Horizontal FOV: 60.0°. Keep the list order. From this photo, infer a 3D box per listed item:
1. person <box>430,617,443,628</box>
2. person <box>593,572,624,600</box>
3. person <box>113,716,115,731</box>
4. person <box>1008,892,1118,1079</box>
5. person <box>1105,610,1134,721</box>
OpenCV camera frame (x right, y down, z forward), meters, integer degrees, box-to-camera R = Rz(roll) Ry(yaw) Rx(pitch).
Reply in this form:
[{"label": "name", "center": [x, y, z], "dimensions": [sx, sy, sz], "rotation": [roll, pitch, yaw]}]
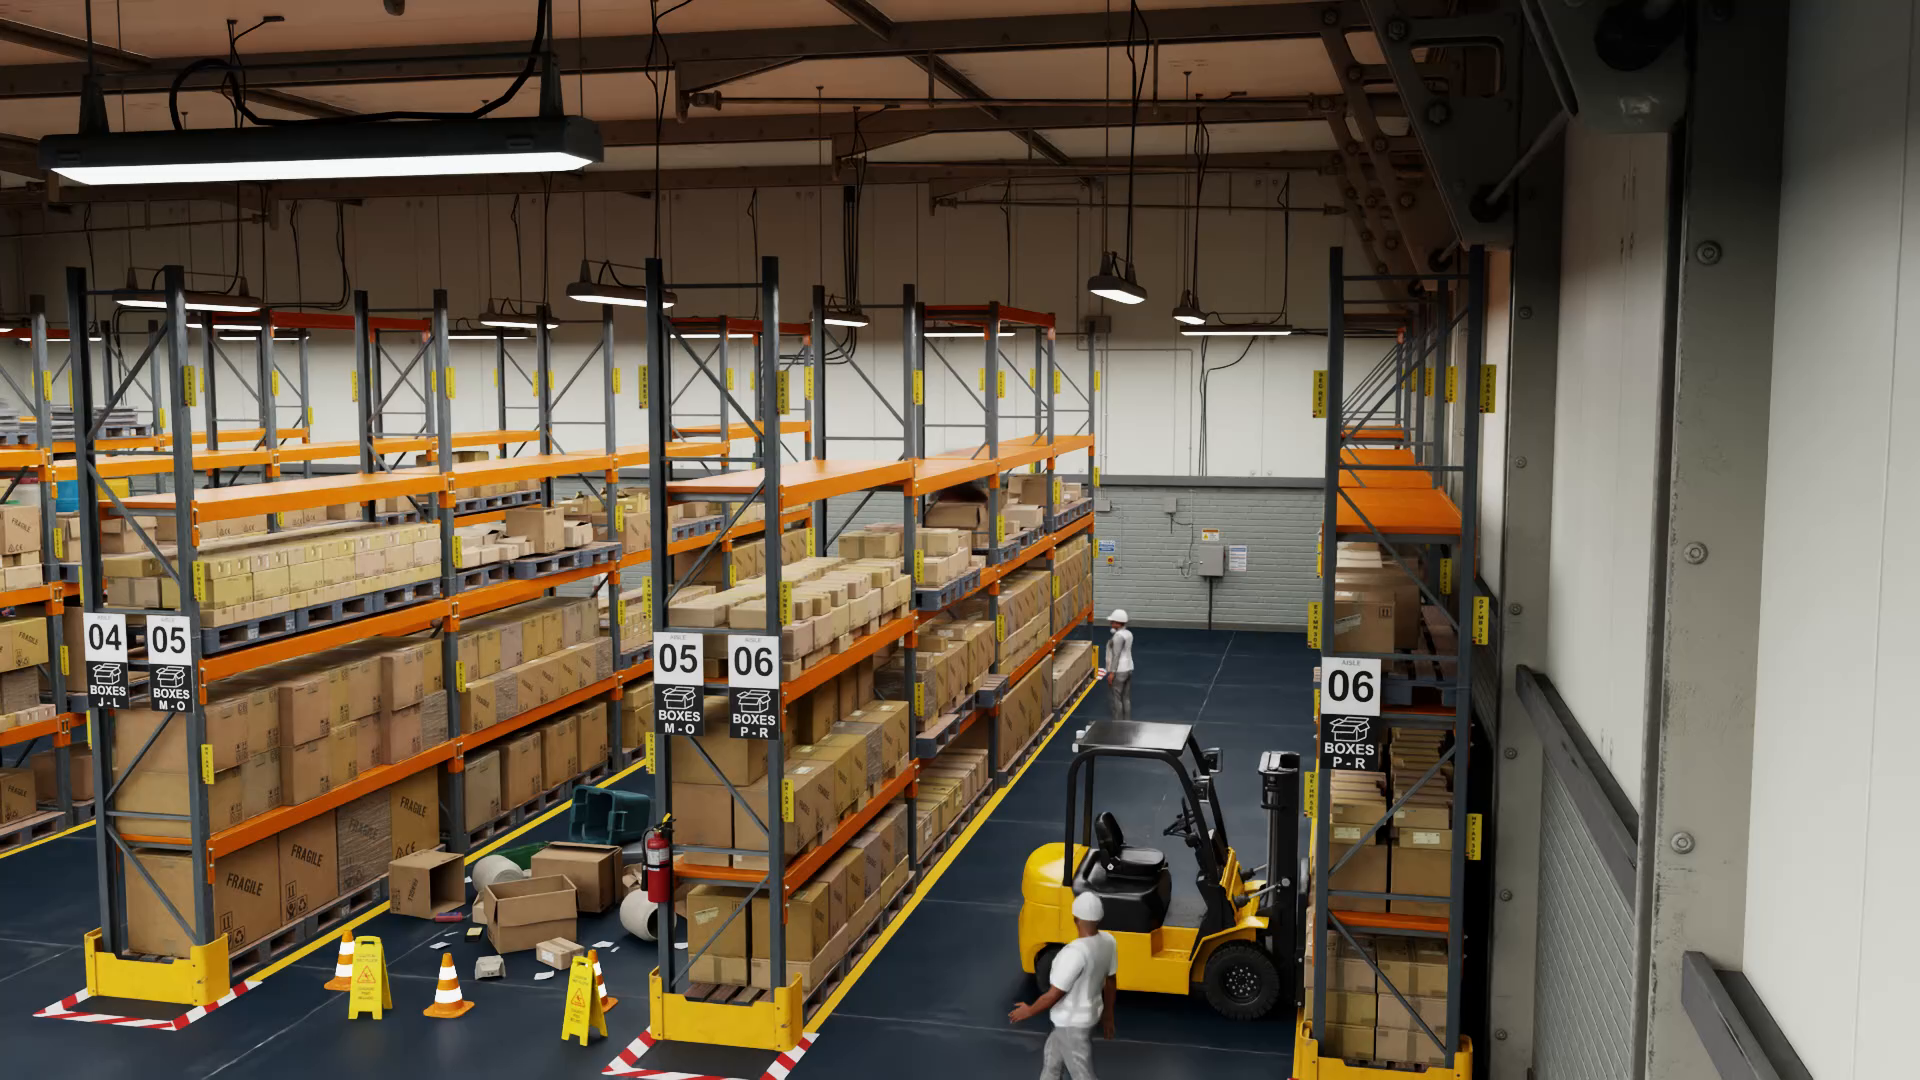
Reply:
[{"label": "person", "center": [-7.561, 1.915, 24.461], "dimensions": [0.496, 1.623, 0.516], "rotation": [-4, 7, -31]}, {"label": "person", "center": [-6.576, 1.137, 31.151], "dimensions": [0.622, 1.762, 0.749], "rotation": [-4, 7, -31]}, {"label": "person", "center": [-11.356, 1.994, 22.507], "dimensions": [0.499, 1.780, 0.632], "rotation": [-1, 6, -8]}, {"label": "person", "center": [0.693, 3.186, 11.133], "dimensions": [0.937, 1.722, 0.590], "rotation": [2, 6, 22]}, {"label": "person", "center": [2.262, 1.875, 23.636], "dimensions": [0.377, 1.789, 0.592], "rotation": [3, 7, 28]}]
